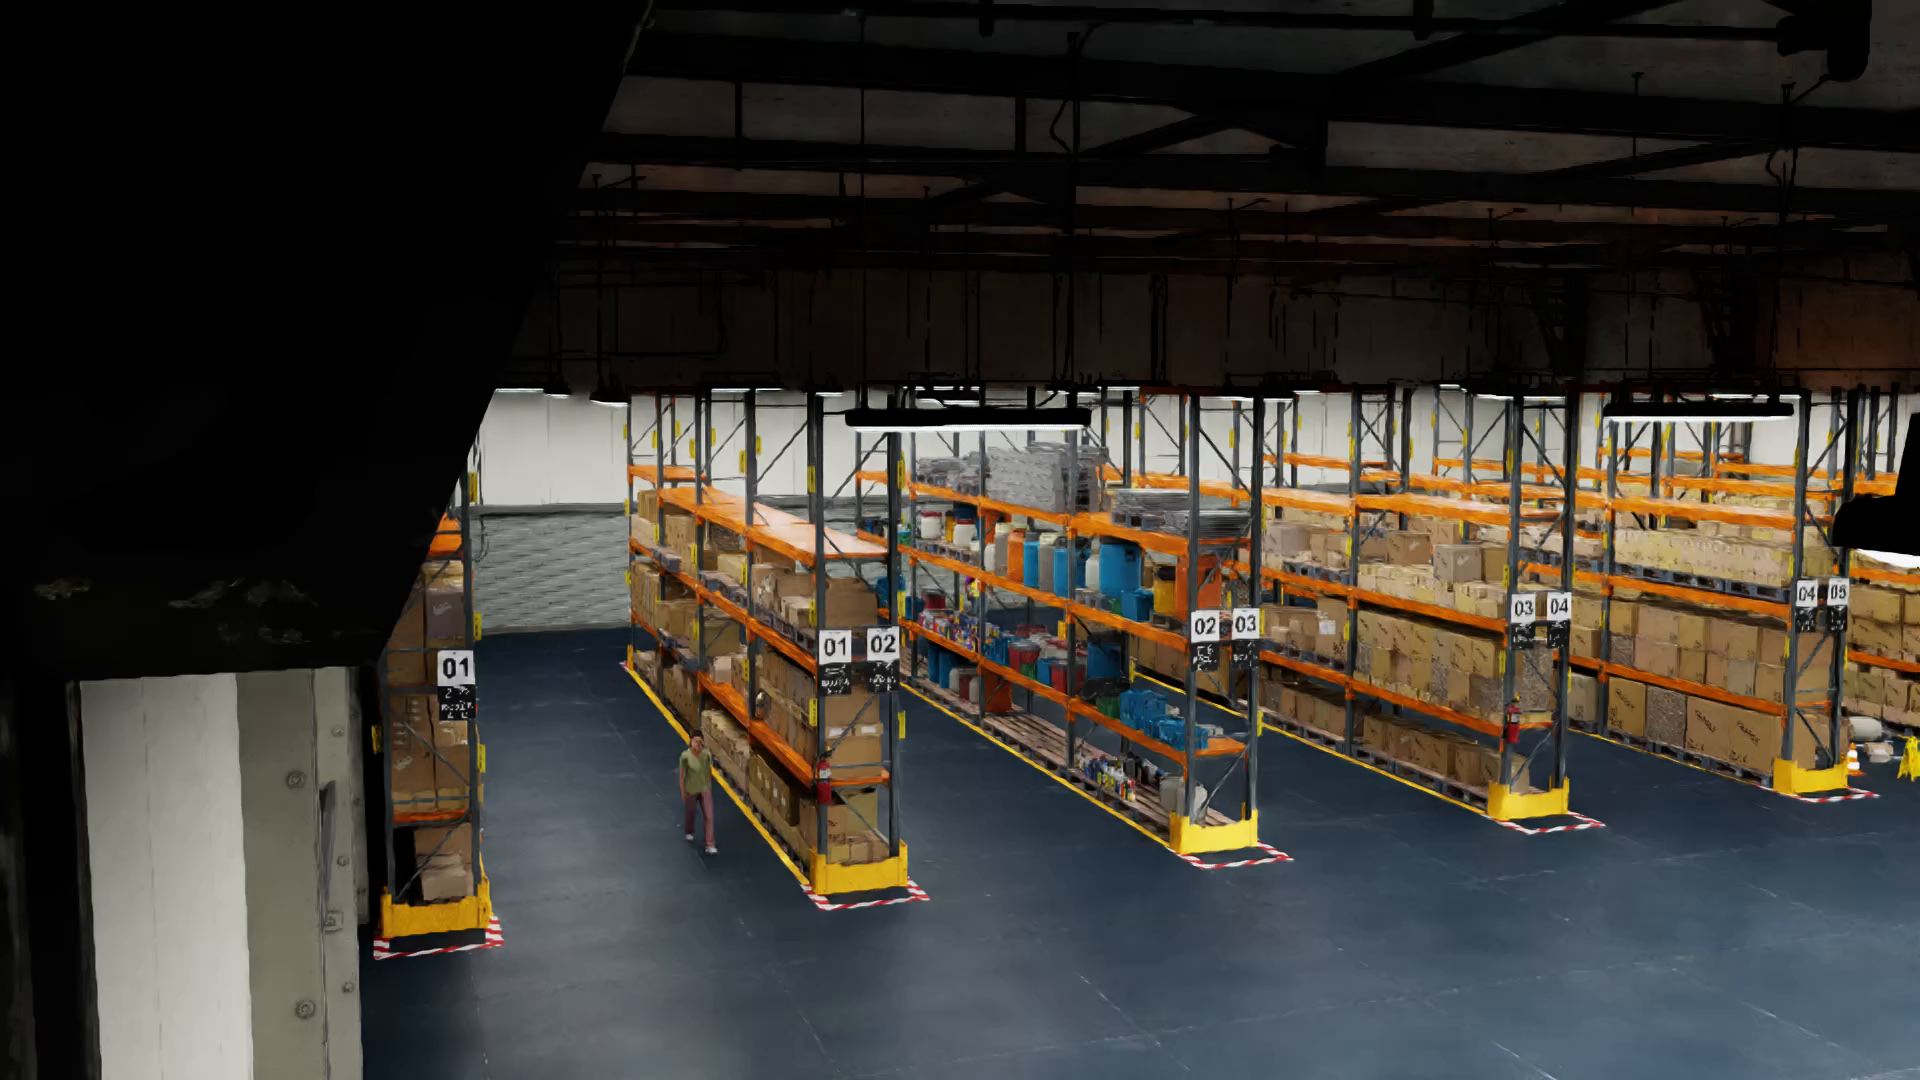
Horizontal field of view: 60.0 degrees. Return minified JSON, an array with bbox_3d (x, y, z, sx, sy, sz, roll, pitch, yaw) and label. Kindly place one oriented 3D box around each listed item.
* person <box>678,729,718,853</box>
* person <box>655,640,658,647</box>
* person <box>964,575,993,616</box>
[{"bbox_3d":[-3.468,3.270,21.861,0.448,1.588,1.099,-2,6,-17],"label":"person"},{"bbox_3d":[-6.394,1.681,36.529,0.550,1.779,0.649,3,7,25],"label":"person"},{"bbox_3d":[0.462,1.339,40.198,0.719,1.714,0.578,-2,6,-21],"label":"person"}]
